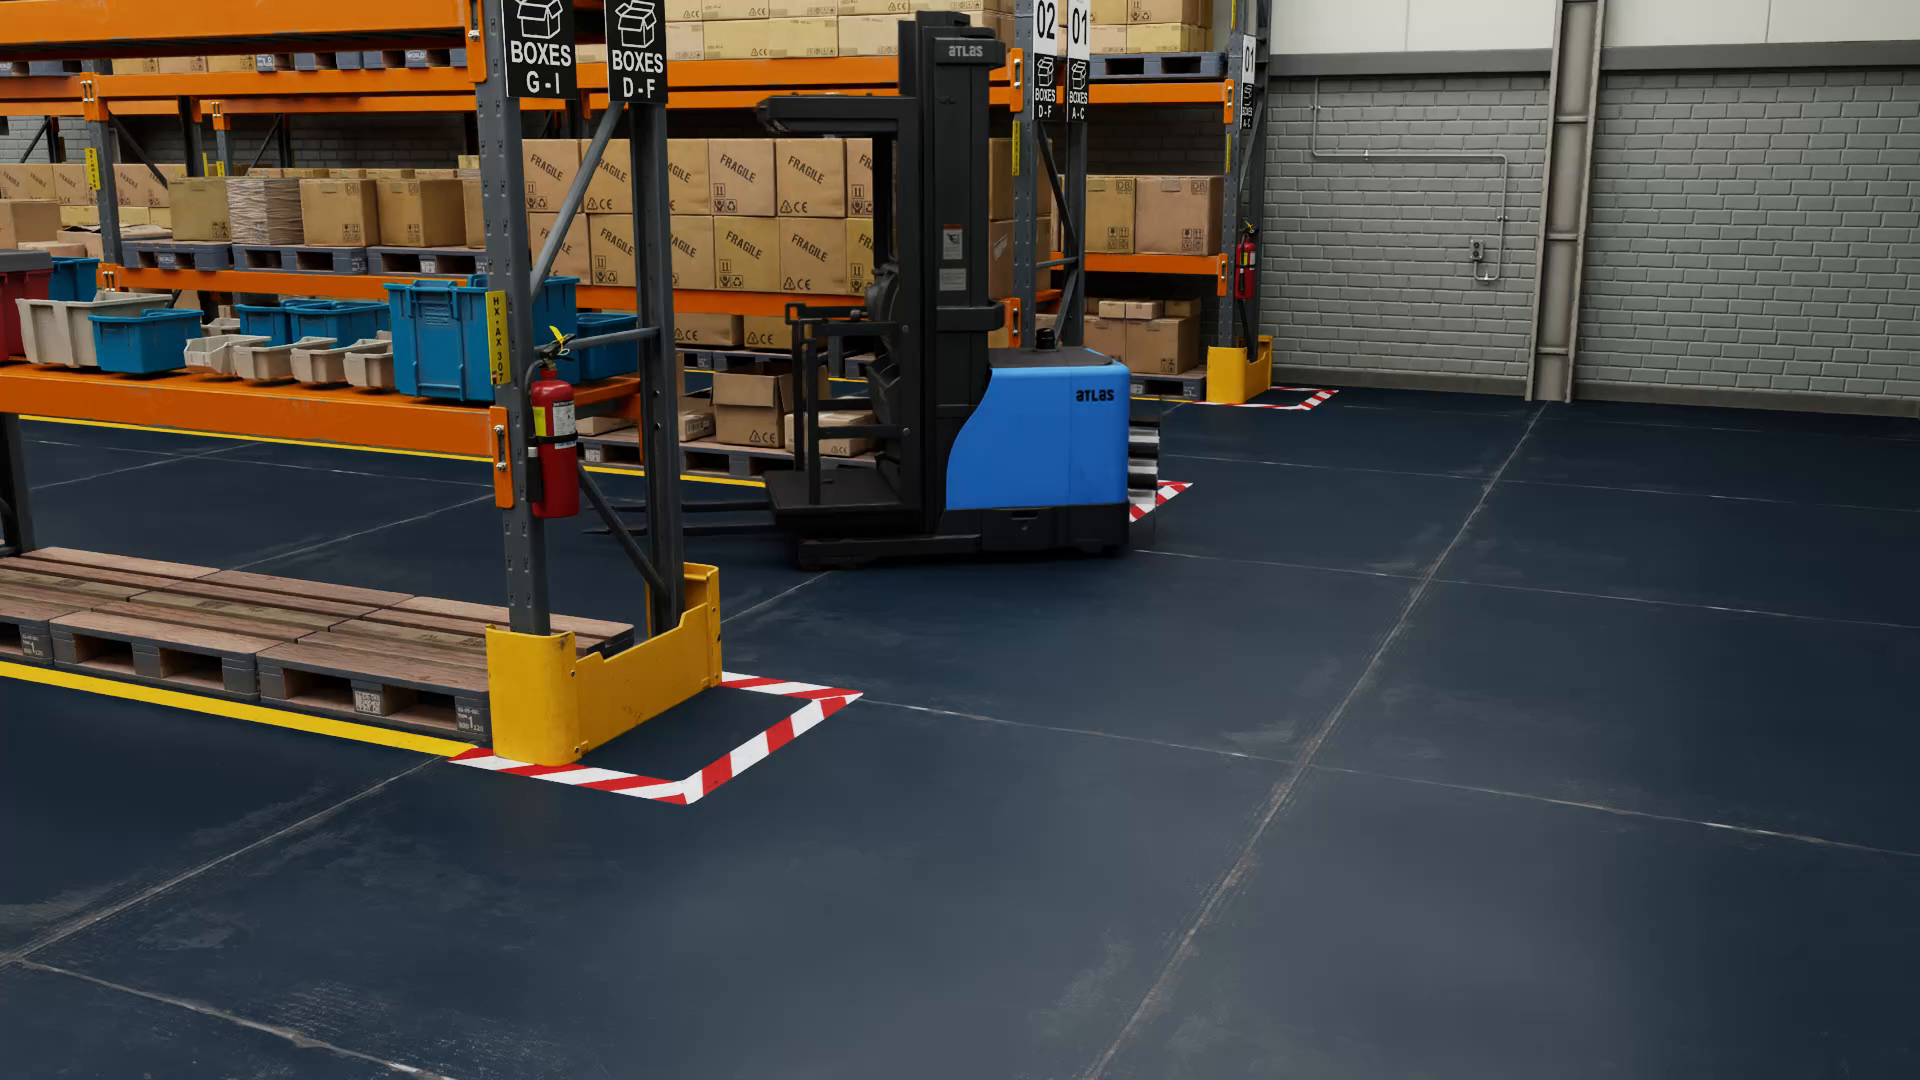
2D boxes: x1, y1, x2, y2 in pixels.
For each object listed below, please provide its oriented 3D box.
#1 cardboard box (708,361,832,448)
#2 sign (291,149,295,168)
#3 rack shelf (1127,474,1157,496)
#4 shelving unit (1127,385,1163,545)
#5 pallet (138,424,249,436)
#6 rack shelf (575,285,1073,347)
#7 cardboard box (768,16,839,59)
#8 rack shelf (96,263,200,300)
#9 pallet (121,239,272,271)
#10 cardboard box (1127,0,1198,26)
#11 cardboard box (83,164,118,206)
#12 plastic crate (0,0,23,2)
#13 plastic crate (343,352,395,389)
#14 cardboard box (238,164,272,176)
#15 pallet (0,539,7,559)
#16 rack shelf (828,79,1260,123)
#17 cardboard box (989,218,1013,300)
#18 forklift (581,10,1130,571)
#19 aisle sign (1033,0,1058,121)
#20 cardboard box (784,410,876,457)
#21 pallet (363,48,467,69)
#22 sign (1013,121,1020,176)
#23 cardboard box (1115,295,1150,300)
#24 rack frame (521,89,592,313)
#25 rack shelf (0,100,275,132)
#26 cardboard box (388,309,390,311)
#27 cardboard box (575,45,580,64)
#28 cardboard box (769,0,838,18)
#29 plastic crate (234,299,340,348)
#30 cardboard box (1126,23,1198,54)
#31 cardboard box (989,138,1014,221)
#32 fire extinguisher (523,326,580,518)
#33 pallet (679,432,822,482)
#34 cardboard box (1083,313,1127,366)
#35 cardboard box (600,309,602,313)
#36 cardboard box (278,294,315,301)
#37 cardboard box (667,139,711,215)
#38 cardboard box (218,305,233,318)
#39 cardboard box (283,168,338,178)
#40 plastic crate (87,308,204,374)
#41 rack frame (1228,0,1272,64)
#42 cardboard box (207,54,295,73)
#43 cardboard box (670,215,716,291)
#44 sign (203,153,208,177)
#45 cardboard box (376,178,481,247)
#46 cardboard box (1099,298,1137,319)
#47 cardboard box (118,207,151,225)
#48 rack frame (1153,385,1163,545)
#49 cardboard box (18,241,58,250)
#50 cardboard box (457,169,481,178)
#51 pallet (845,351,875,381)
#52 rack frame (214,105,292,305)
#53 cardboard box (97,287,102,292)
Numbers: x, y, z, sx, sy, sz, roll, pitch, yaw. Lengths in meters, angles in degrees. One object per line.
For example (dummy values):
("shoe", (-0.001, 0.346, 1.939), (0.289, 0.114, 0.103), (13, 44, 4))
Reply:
("cardboard box", (-1.351, -0.982, 11.875), (0.637, 0.503, 0.797), (6, 14, 23))
("sign", (-8.161, -4.611, 20.305), (0.005, 0.325, 0.100), (6, 14, 23))
("rack shelf", (1.047, -0.324, 9.693), (0.200, 0.077, 0.258), (3, 14, 7))
("shelving unit", (1.050, -0.444, 9.665), (0.210, 0.900, 0.258), (3, 14, 7))
("pallet", (-6.061, -1.092, 13.945), (1.213, 0.211, 1.003), (6, 14, 23))
("rack shelf", (-1.243, -1.621, 11.670), (4.000, 0.370, 1.077), (6, 14, 23))
("cardboard box", (-0.906, -3.258, 10.834), (0.500, 0.250, 0.500), (6, 14, 23))
("rack shelf", (-8.557, -2.361, 14.825), (4.000, 0.370, 1.077), (6, 14, 23))
("pallet", (-6.080, -2.385, 13.771), (1.003, 0.211, 1.213), (6, 14, 23))
("cardboard box", (1.809, -4.837, 14.785), (0.500, 0.500, 0.500), (6, 14, 23))
("cardboard box", (-10.331, -4.354, 20.387), (0.500, 0.500, 0.500), (6, 15, 25))
("plastic crate", (-4.056, -2.346, 6.908), (0.590, 0.269, 0.497), (6, 14, 23))
("plastic crate", (-2.243, -0.690, 6.576), (0.243, 0.136, 0.396), (6, 14, 23))
("cardboard box", (-8.728, -4.320, 20.243), (0.500, 0.500, 0.500), (5, 14, 22))
("pallet", (-5.770, 0.156, 8.629), (1.213, 0.211, 1.003), (6, 14, 23))
("rack shelf", (0.760, -4.116, 15.738), (4.000, 0.370, 1.077), (6, 14, 23))
("cardboard box", (0.066, -1.819, 10.722), (0.500, 0.500, 0.500), (6, 15, 25))
("forklift", (-0.612, -1.389, 9.257), (3.031, 2.935, 1.130), (-2, 13, -10))
("aisle sign", (0.524, -2.981, 10.203), (0.004, 0.787, 0.394), (6, 14, 23))
("cardboard box", (-0.867, -0.754, 11.460), (0.500, 0.250, 0.500), (6, 14, 23))
("pallet", (-3.639, -3.600, 12.375), (1.003, 0.211, 1.213), (6, 14, 23))
("sign", (0.343, -2.389, 10.145), (0.005, 0.325, 0.100), (6, 14, 23))
("cardboard box", (1.640, -2.245, 15.889), (0.250, 0.149, 0.380), (6, 14, 23))
("rack frame", (-3.071, -2.156, 12.377), (0.127, 3.000, 1.000), (6, 14, 23))
("rack shelf", (-10.211, -5.226, 20.470), (4.000, 0.370, 1.077), (6, 14, 23))
("cardboard box", (-4.788, -1.753, 13.526), (0.500, 0.250, 0.500), (5, 14, 22))
("cardboard box", (-2.727, -3.447, 11.639), (0.500, 0.250, 0.500), (6, 14, 23))
("cardboard box", (-0.900, -3.504, 10.790), (0.500, 0.250, 0.500), (6, 14, 23))
("plastic crate", (-2.994, -0.941, 7.432), (0.300, 0.233, 0.416), (6, 14, 23))
("cardboard box", (1.812, -4.474, 14.878), (0.500, 0.250, 0.500), (6, 15, 25))
("cardboard box", (0.068, -2.305, 10.605), (0.500, 0.500, 0.500), (6, 14, 23))
("fire extinguisher", (-1.470, -0.424, 5.979), (0.183, 0.674, 0.296), (6, 14, 23))
("pallet", (-1.324, -0.622, 11.944), (1.213, 0.211, 1.003), (6, 14, 23))
("cardboard box", (1.451, -1.899, 15.832), (0.500, 0.500, 0.700), (6, 14, 23))
("cardboard box", (-4.106, -2.624, 18.156), (0.750, 0.750, 0.750), (6, 14, 22))
("cardboard box", (-7.703, -2.864, 19.902), (0.500, 0.500, 0.700), (6, 15, 25))
("cardboard box", (-1.813, -2.494, 11.409), (0.500, 0.500, 0.500), (5, 14, 22))
("cardboard box", (-8.884, -2.809, 20.400), (0.250, 0.166, 0.380), (4, 14, 16))
("cardboard box", (-7.423, -4.087, 19.423), (0.500, 0.500, 0.700), (7, 15, 29))
("plastic crate", (-3.405, -0.836, 6.986), (0.300, 0.233, 0.416), (6, 14, 23))
("rack frame", (2.589, -5.742, 14.525), (0.127, 3.000, 1.000), (6, 14, 23))
("cardboard box", (-5.374, -3.906, 13.052), (0.500, 0.500, 0.910), (6, 14, 23))
("cardboard box", (-1.790, -2.007, 11.523), (0.500, 0.500, 0.500), (6, 14, 23))
("sign", (-6.517, -3.165, 14.318), (0.005, 0.325, 0.100), (6, 14, 23))
("cardboard box", (-4.068, -2.550, 12.918), (0.500, 0.500, 0.700), (8, 16, 32))
("cardboard box", (1.483, -2.165, 15.549), (0.250, 0.149, 0.380), (6, 15, 25))
("cardboard box", (-9.857, -3.940, 20.263), (0.500, 0.250, 0.500), (6, 14, 23))
("rack frame", (1.150, -0.438, 9.653), (0.006, 0.900, 0.240), (3, 14, 7))
("cardboard box", (-7.917, -2.510, 14.436), (0.250, 0.149, 0.380), (7, 15, 27))
("cardboard box", (-5.159, -3.865, 18.480), (0.500, 0.500, 0.700), (4, 14, 17))
("pallet", (-0.405, -1.747, 16.737), (1.213, 0.211, 1.003), (6, 14, 23))
("rack frame", (-8.383, -3.931, 19.942), (0.127, 3.000, 1.000), (6, 14, 23))
("cardboard box", (-10.922, -3.071, 21.199), (0.500, 0.311, 0.500), (7, 15, 28))
